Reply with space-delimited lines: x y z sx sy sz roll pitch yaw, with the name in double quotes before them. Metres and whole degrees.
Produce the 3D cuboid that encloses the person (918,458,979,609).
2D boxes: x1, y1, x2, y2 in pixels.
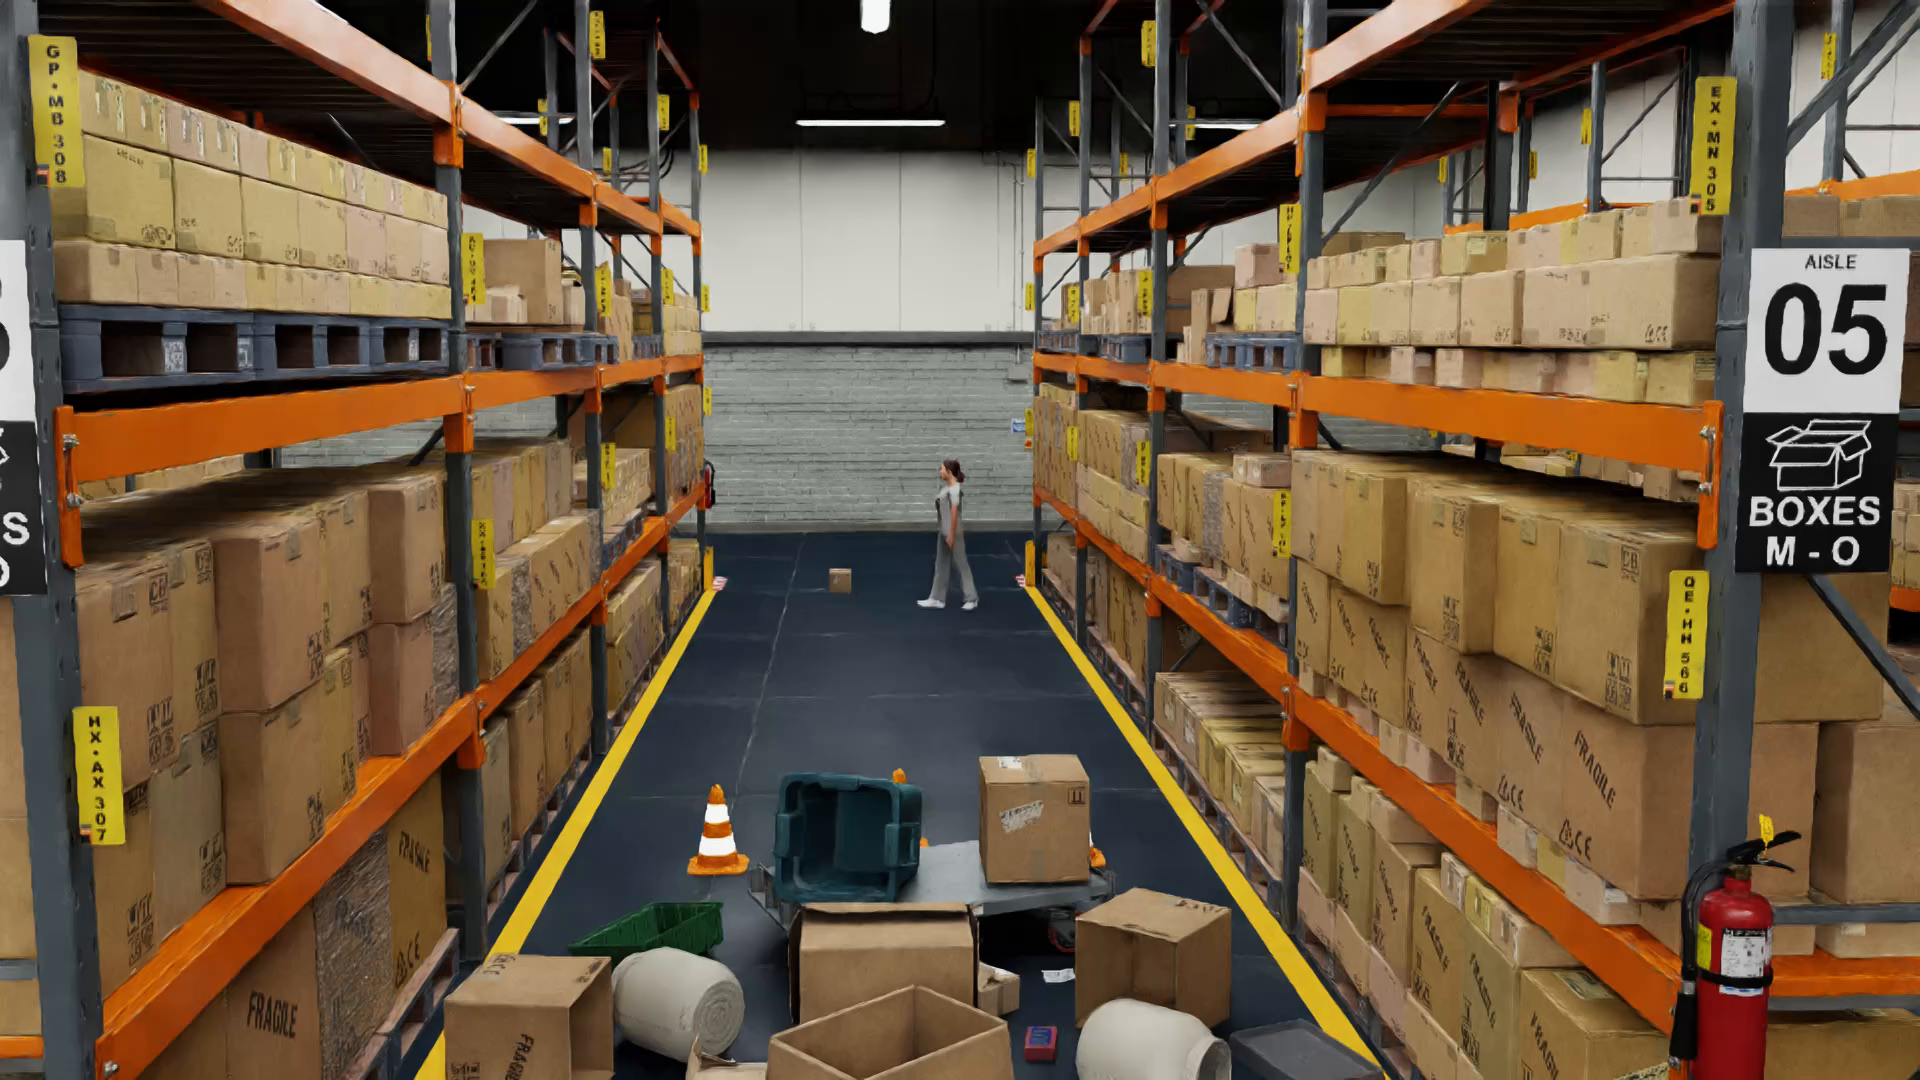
"person" -0.128 -0.075 18.327 0.642 1.664 0.668 -2 7 -13
